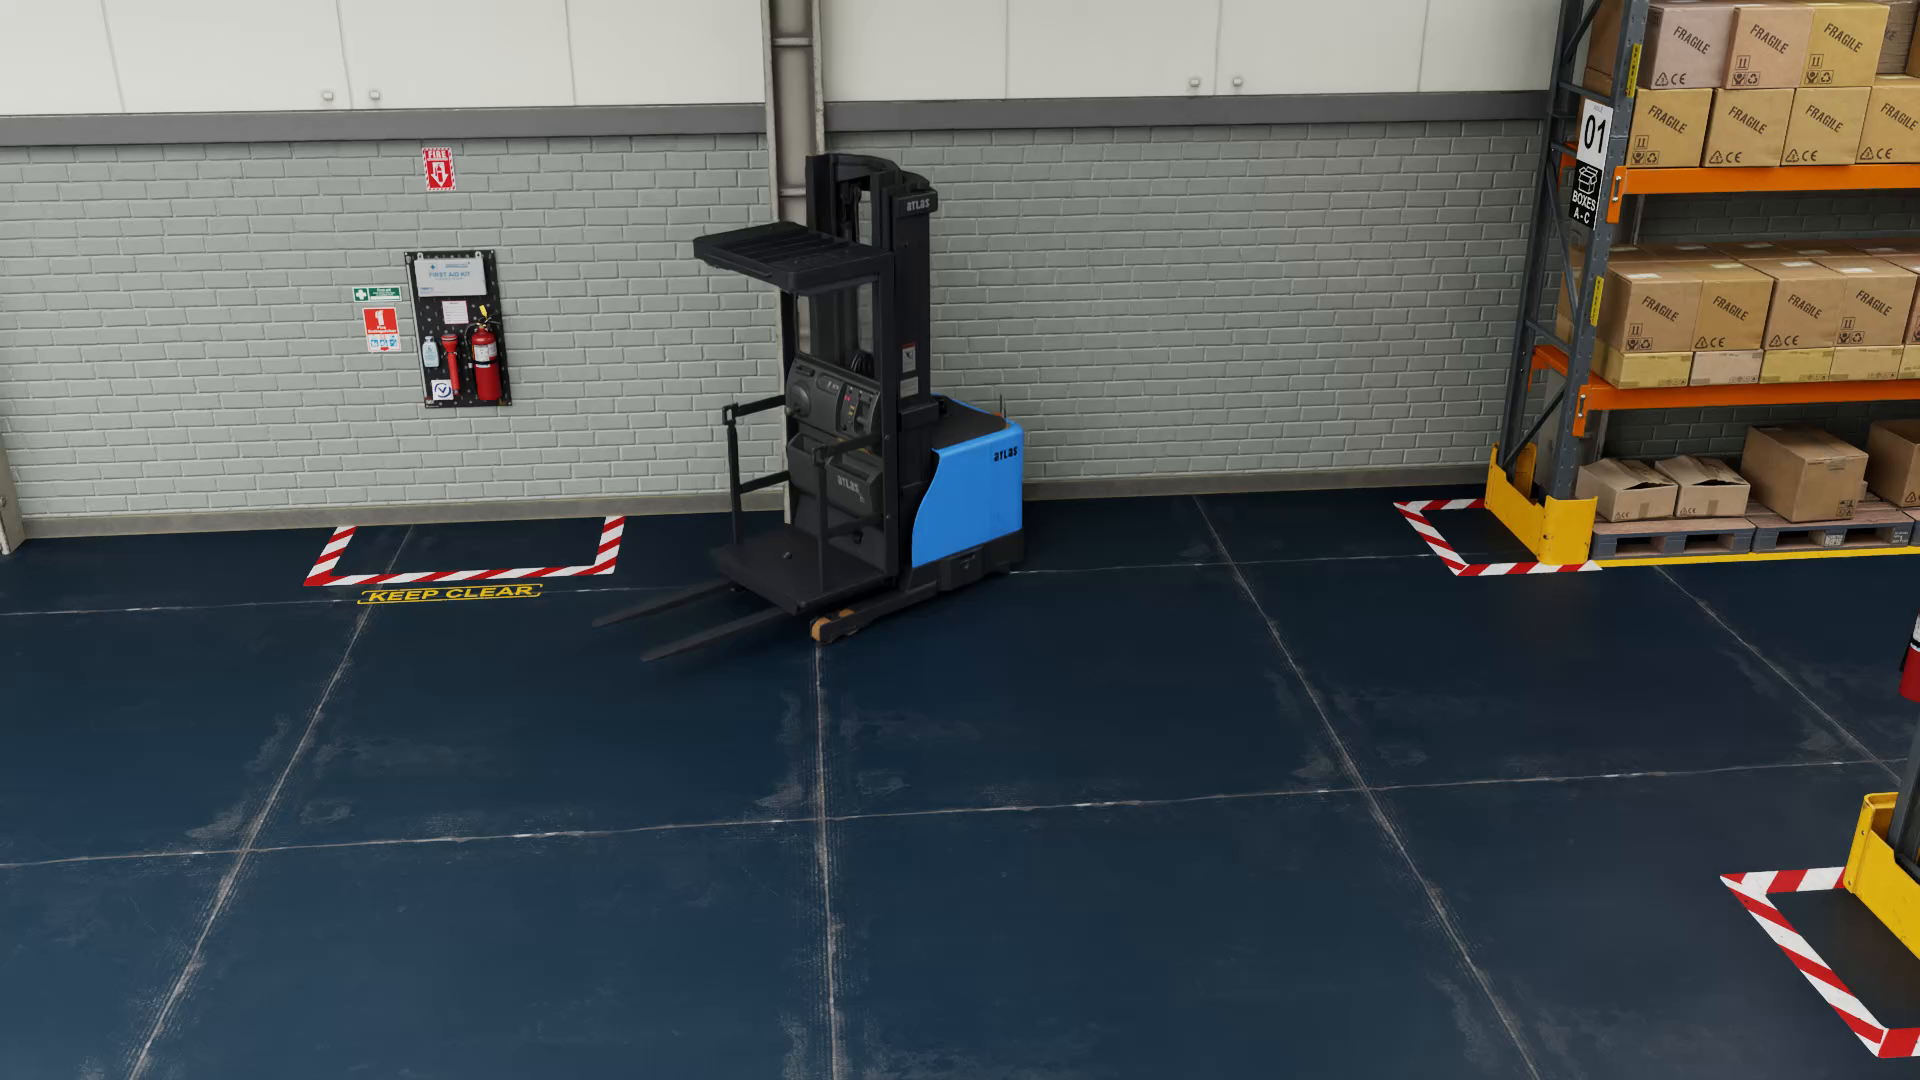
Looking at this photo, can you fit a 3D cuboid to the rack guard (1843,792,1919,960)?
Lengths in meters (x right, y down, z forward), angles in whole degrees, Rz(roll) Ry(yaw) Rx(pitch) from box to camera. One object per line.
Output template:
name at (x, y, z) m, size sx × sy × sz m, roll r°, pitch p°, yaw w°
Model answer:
rack guard at (4.682, 1.720, 7.826) m, size 0.348 × 0.500 × 1.175 m, roll -2°, pitch 24°, yaw -5°

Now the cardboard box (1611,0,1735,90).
cardboard box at (4.623, -3.225, 10.802) m, size 0.500 × 0.500 × 0.500 m, roll -4°, pitch 24°, yaw -9°

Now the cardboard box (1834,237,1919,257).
cardboard box at (6.697, -1.898, 12.123) m, size 0.500 × 0.500 × 0.500 m, roll -2°, pitch 24°, yaw -4°

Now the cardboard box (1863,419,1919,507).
cardboard box at (7.167, -0.587, 12.473) m, size 0.500 × 0.500 × 0.500 m, roll -4°, pitch 24°, yaw -9°

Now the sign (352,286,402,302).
sign at (-4.162, -1.755, 11.870) m, size 0.331 × 0.109 × 0.001 m, roll -2°, pitch 24°, yaw -5°

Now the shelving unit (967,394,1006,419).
shelving unit at (0.193, -0.536, 12.223) m, size 0.252 × 1.050 × 0.215 m, roll -4°, pitch 24°, yaw -8°

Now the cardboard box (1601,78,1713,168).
cardboard box at (4.573, -2.764, 10.994) m, size 0.500 × 0.500 × 0.500 m, roll -2°, pitch 24°, yaw -4°

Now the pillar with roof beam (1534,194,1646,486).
pillar with roof beam at (5.251, -2.805, 7.541) m, size 0.400 × 9.000 × 9.100 m, roll -2°, pitch 24°, yaw -5°

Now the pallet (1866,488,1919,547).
pallet at (7.532, -0.270, 12.658) m, size 1.213 × 0.211 × 1.003 m, roll -2°, pitch 24°, yaw -5°

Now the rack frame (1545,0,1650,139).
rack frame at (4.216, -4.167, 10.606) m, size 0.127 × 3.000 × 1.000 m, roll -2°, pitch 24°, yaw -5°

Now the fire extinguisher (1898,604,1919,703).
fire extinguisher at (4.543, 0.429, 7.748) m, size 0.183 × 0.674 × 0.296 m, roll -2°, pitch 24°, yaw -5°

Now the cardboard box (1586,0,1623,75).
cardboard box at (4.619, -3.431, 11.265) m, size 0.500 × 0.500 × 0.500 m, roll -1°, pitch 24°, yaw -3°

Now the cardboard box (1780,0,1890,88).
cardboard box at (5.636, -3.250, 10.857) m, size 0.500 × 0.500 × 0.500 m, roll -2°, pitch 24°, yaw -4°

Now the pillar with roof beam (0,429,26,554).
pillar with roof beam at (-6.691, -2.326, 6.463) m, size 0.400 × 9.000 × 9.100 m, roll -2°, pitch 24°, yaw -5°

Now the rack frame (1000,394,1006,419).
rack frame at (0.313, -0.543, 12.240) m, size 0.008 × 1.050 × 0.200 m, roll -4°, pitch 24°, yaw -8°

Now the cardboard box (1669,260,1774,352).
cardboard box at (5.213, -1.622, 11.504) m, size 0.500 × 0.500 × 0.500 m, roll -2°, pitch 24°, yaw -5°

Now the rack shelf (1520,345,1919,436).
rack shelf at (6.206, -1.177, 12.151) m, size 4.000 × 0.370 × 1.077 m, roll -2°, pitch 24°, yaw -5°

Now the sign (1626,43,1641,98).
sign at (4.269, -2.977, 10.545) m, size 0.005 × 0.325 × 0.100 m, roll -2°, pitch 24°, yaw -5°

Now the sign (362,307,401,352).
sign at (-4.167, -1.516, 11.985) m, size 0.234 × 0.329 × 0.001 m, roll -2°, pitch 24°, yaw -5°

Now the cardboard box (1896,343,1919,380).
cardboard box at (6.759, -1.342, 11.796) m, size 0.500 × 0.250 × 0.500 m, roll -2°, pitch 24°, yaw -5°

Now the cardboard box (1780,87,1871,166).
cardboard box at (5.627, -2.793, 11.060) m, size 0.500 × 0.500 × 0.500 m, roll -1°, pitch 24°, yaw -3°

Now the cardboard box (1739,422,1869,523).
cardboard box at (6.215, -0.508, 12.295) m, size 0.500 × 0.500 × 0.700 m, roll -4°, pitch 24°, yaw -8°

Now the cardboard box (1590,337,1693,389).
cardboard box at (4.733, -1.257, 11.606) m, size 0.500 × 0.250 × 0.500 m, roll -3°, pitch 24°, yaw -7°

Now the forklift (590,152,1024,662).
forklift at (-0.991, -0.905, 10.737) m, size 3.031 × 2.935 × 1.130 m, roll -19°, pitch 30°, yaw -37°

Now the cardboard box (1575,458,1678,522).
cardboard box at (4.913, -0.389, 12.262) m, size 0.500 × 0.311 × 0.500 m, roll -5°, pitch 24°, yaw -11°

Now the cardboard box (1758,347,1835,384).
cardboard box at (5.756, -1.302, 11.706) m, size 0.500 × 0.250 × 0.500 m, roll -3°, pitch 24°, yaw -6°

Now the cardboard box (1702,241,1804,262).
cardboard box at (5.680, -1.852, 12.021) m, size 0.500 × 0.500 × 0.500 m, roll -3°, pitch 24°, yaw -7°

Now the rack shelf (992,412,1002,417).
rack shelf at (0.193, -0.785, 12.112) m, size 0.240 × 0.259 × 0.215 m, roll -4°, pitch 24°, yaw -8°

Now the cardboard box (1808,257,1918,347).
cardboard box at (6.241, -1.666, 11.602) m, size 0.500 × 0.500 × 0.500 m, roll -2°, pitch 24°, yaw -3°

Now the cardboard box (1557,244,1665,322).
cardboard box at (4.664, -1.814, 11.935) m, size 0.500 × 0.500 × 0.500 m, roll -3°, pitch 24°, yaw -6°

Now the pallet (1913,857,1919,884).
pallet at (5.463, 1.803, 7.994) m, size 1.213 × 0.211 × 1.003 m, roll -2°, pitch 24°, yaw -5°
